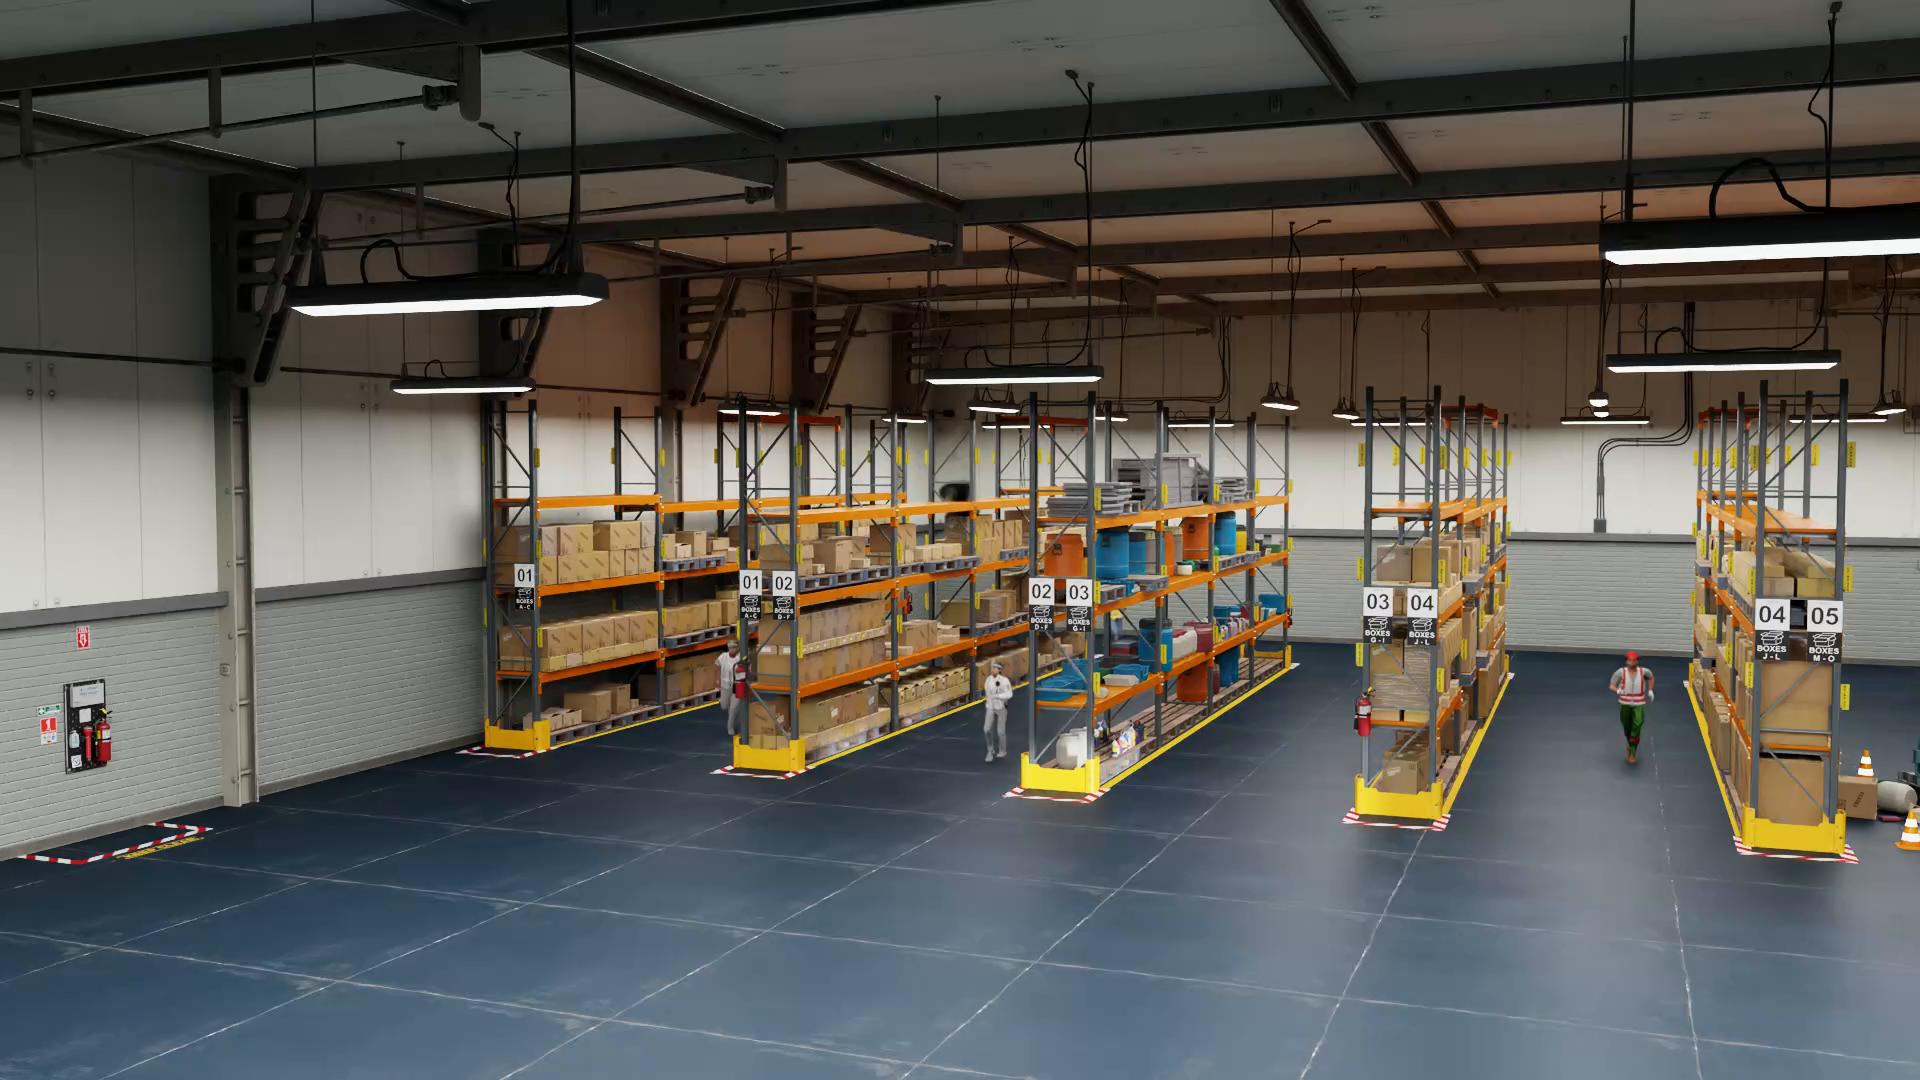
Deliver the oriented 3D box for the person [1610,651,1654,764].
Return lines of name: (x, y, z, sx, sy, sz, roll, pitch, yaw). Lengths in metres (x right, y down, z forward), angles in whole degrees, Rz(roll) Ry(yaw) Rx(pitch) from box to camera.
person: (11.180, 2.759, 27.667, 0.692, 1.831, 0.952, 1, 3, 20)

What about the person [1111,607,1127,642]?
person: (3.935, 2.029, 42.494, 0.706, 1.777, 0.899, -1, 3, -14)

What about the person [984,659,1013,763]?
person: (0.606, 2.822, 27.383, 0.580, 1.733, 0.681, 1, 3, 27)

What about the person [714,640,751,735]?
person: (-4.156, 2.660, 30.285, 0.702, 1.732, 0.705, 0, 3, 5)
